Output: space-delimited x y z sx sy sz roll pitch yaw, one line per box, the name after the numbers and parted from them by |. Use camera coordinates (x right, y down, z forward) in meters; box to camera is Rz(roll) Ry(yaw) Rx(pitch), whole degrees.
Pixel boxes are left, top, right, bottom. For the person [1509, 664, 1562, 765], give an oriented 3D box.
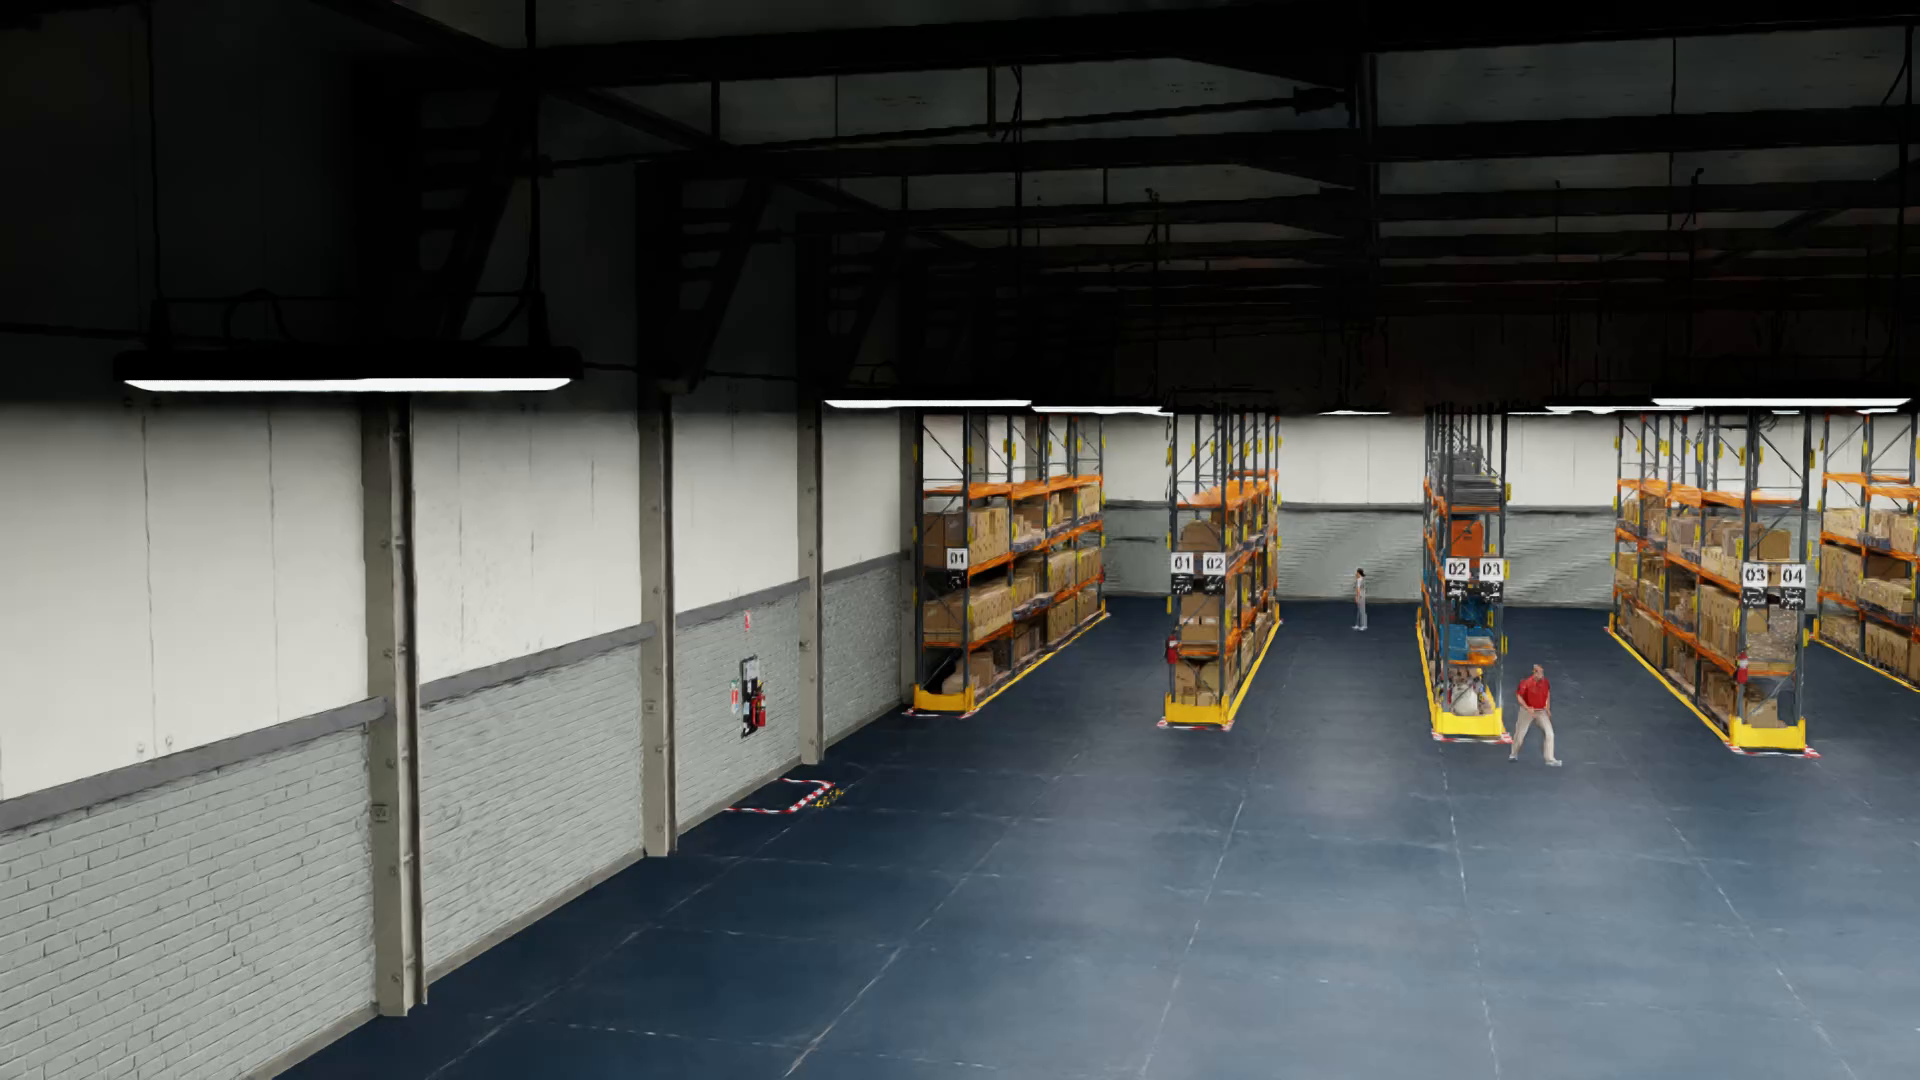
9.494 2.853 27.503 0.700 1.656 0.863 0 4 -3 | person

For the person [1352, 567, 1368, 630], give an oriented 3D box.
10.792 1.568 44.838 0.456 1.670 0.508 2 5 22 | person
